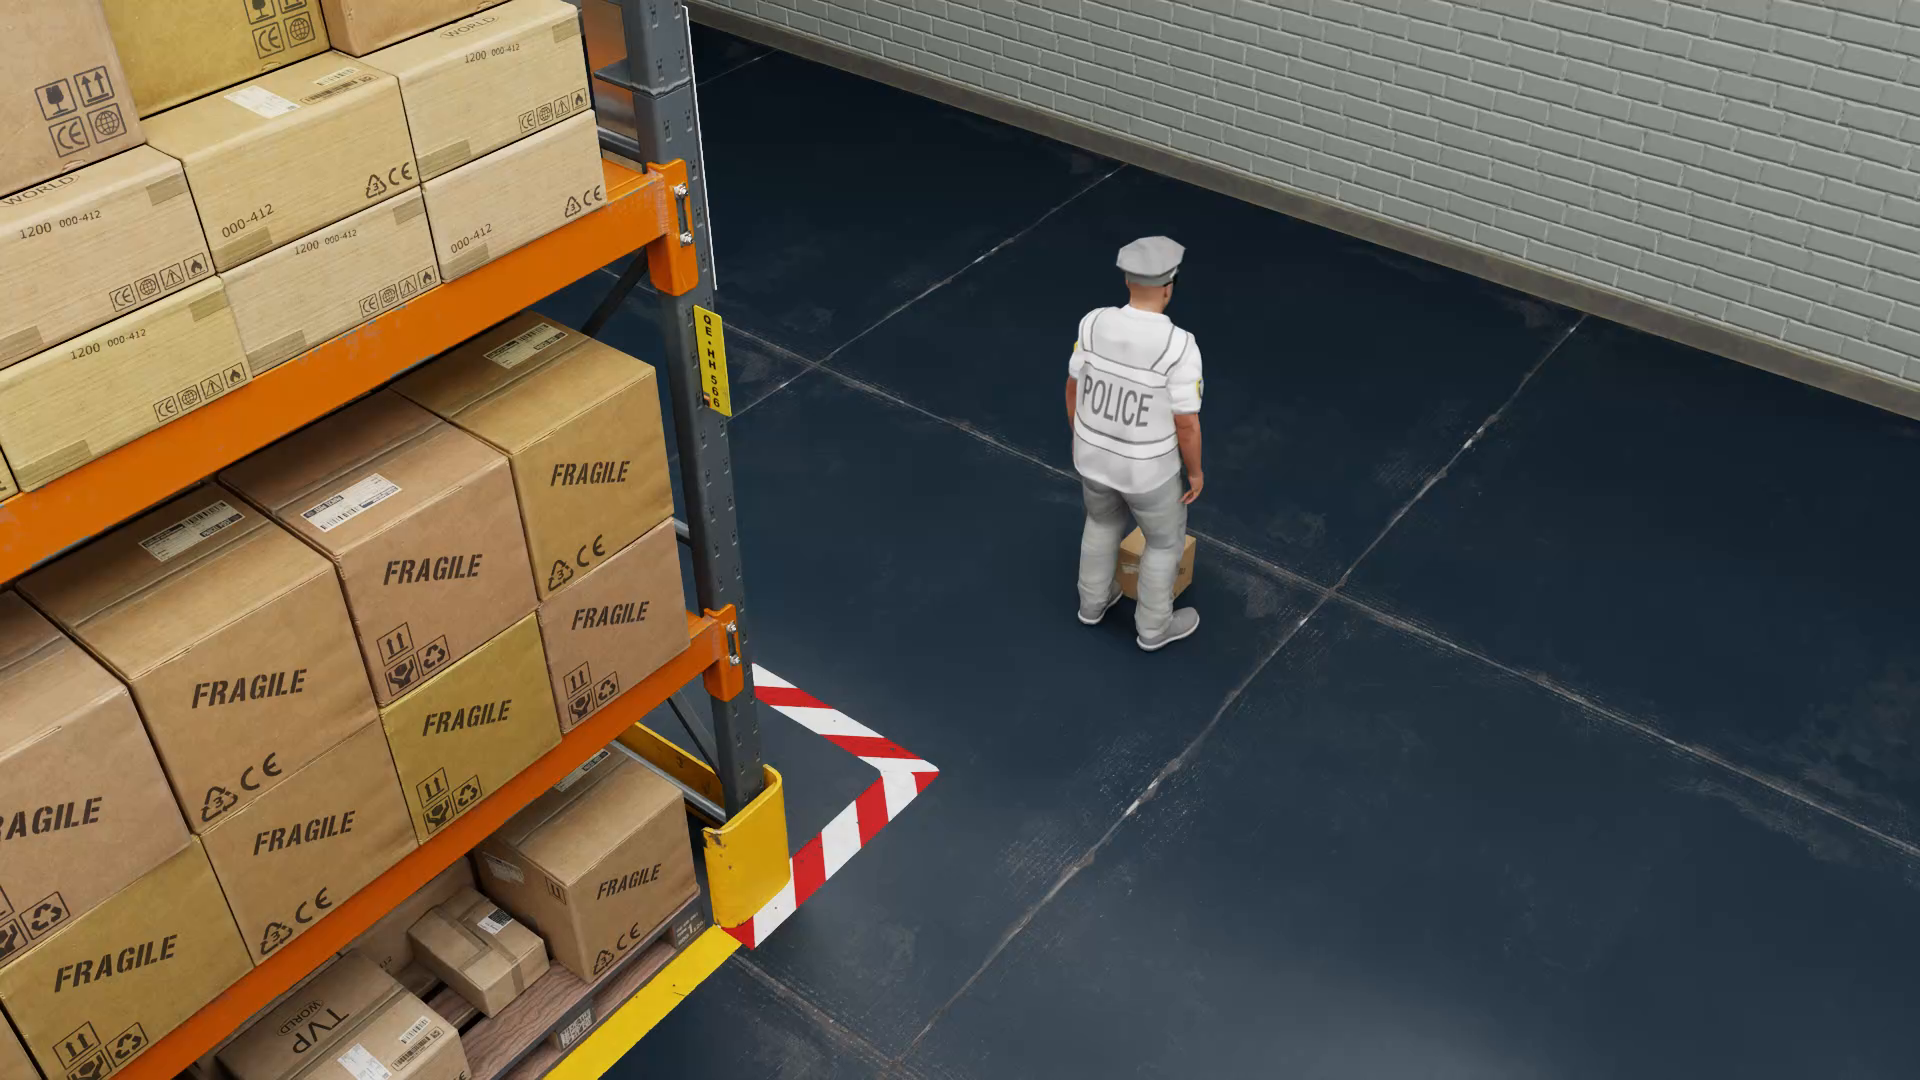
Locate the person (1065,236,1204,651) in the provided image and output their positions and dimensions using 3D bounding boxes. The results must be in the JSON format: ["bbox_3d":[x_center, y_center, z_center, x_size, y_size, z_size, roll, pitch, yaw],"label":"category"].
[{"bbox_3d":[0.683,-0.332,6.564,0.593,1.746,0.436,23,44,26],"label":"person"}]
